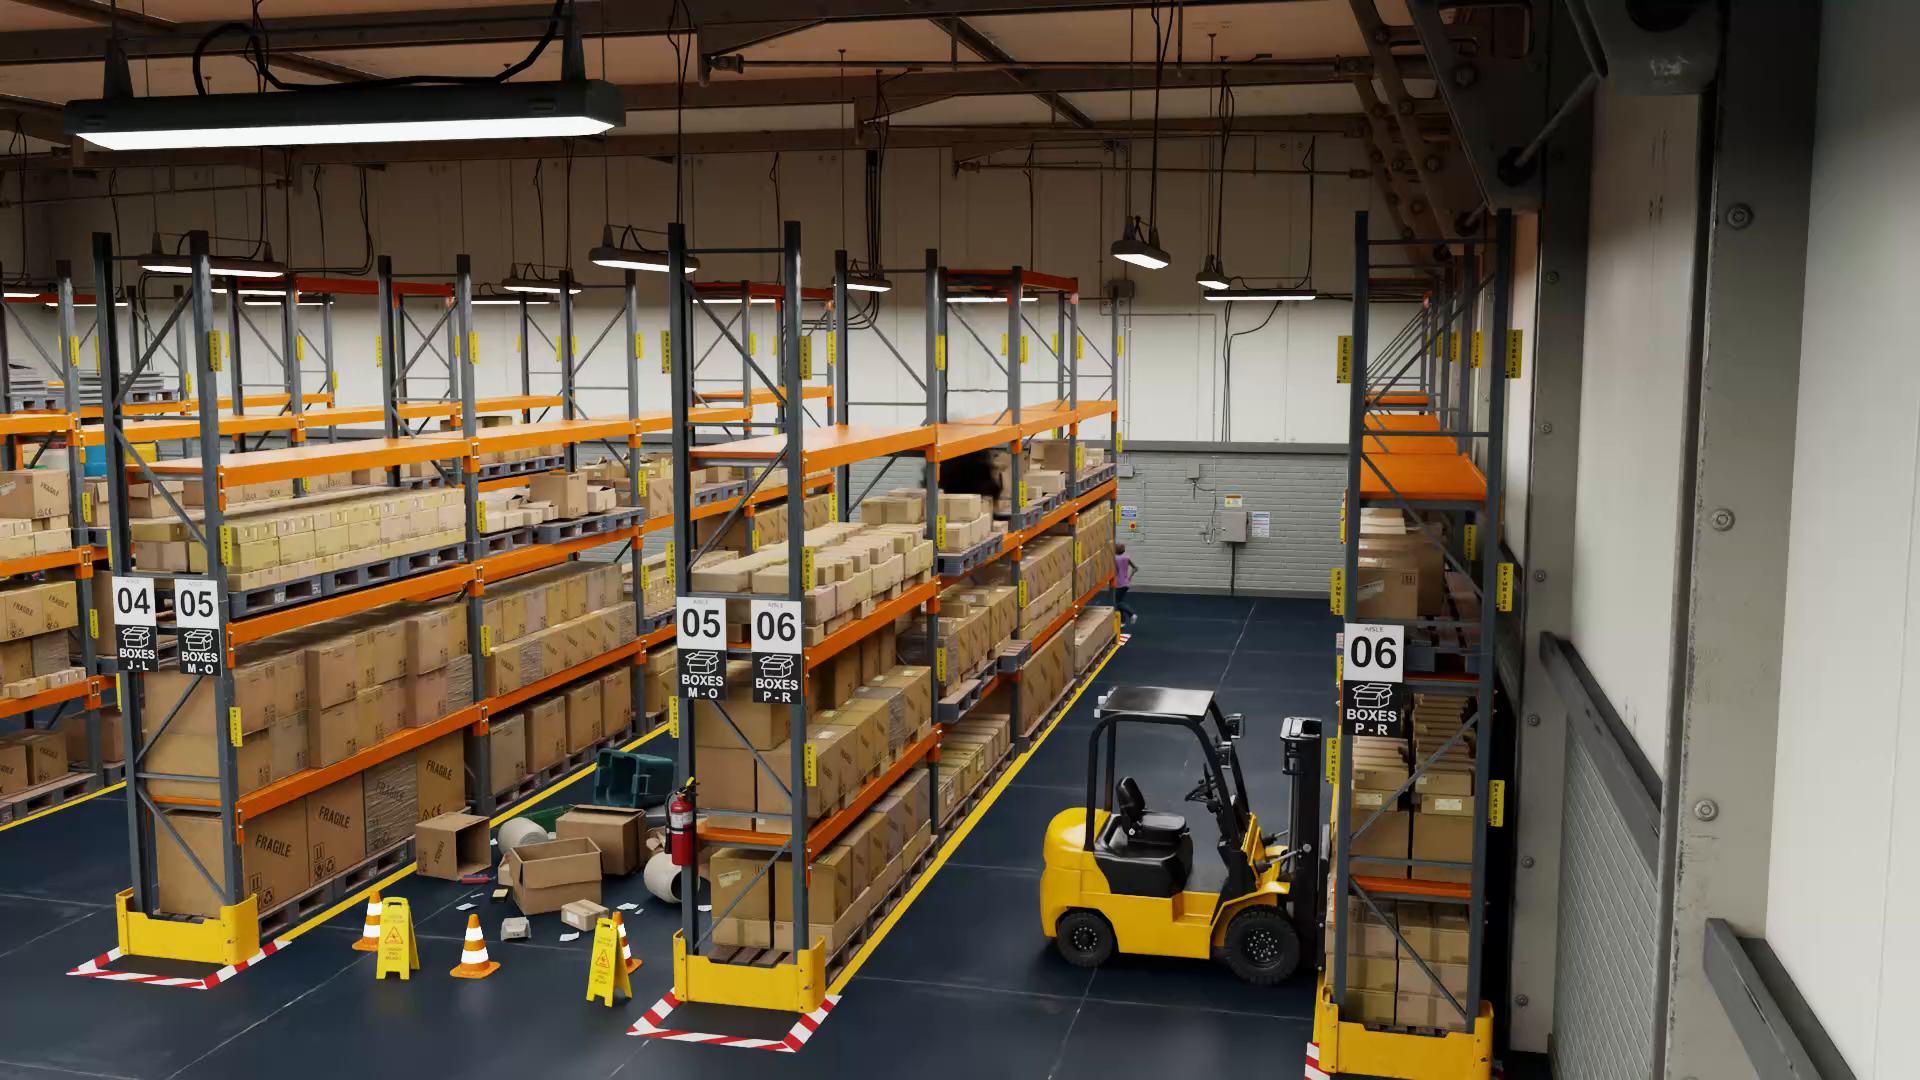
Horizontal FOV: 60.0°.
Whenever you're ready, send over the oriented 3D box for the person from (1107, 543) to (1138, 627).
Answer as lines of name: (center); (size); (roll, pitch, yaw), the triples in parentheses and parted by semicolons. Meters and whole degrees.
person: (2.866, 0.824, 29.404); (0.583, 1.574, 0.647); (-5, 8, -34)
